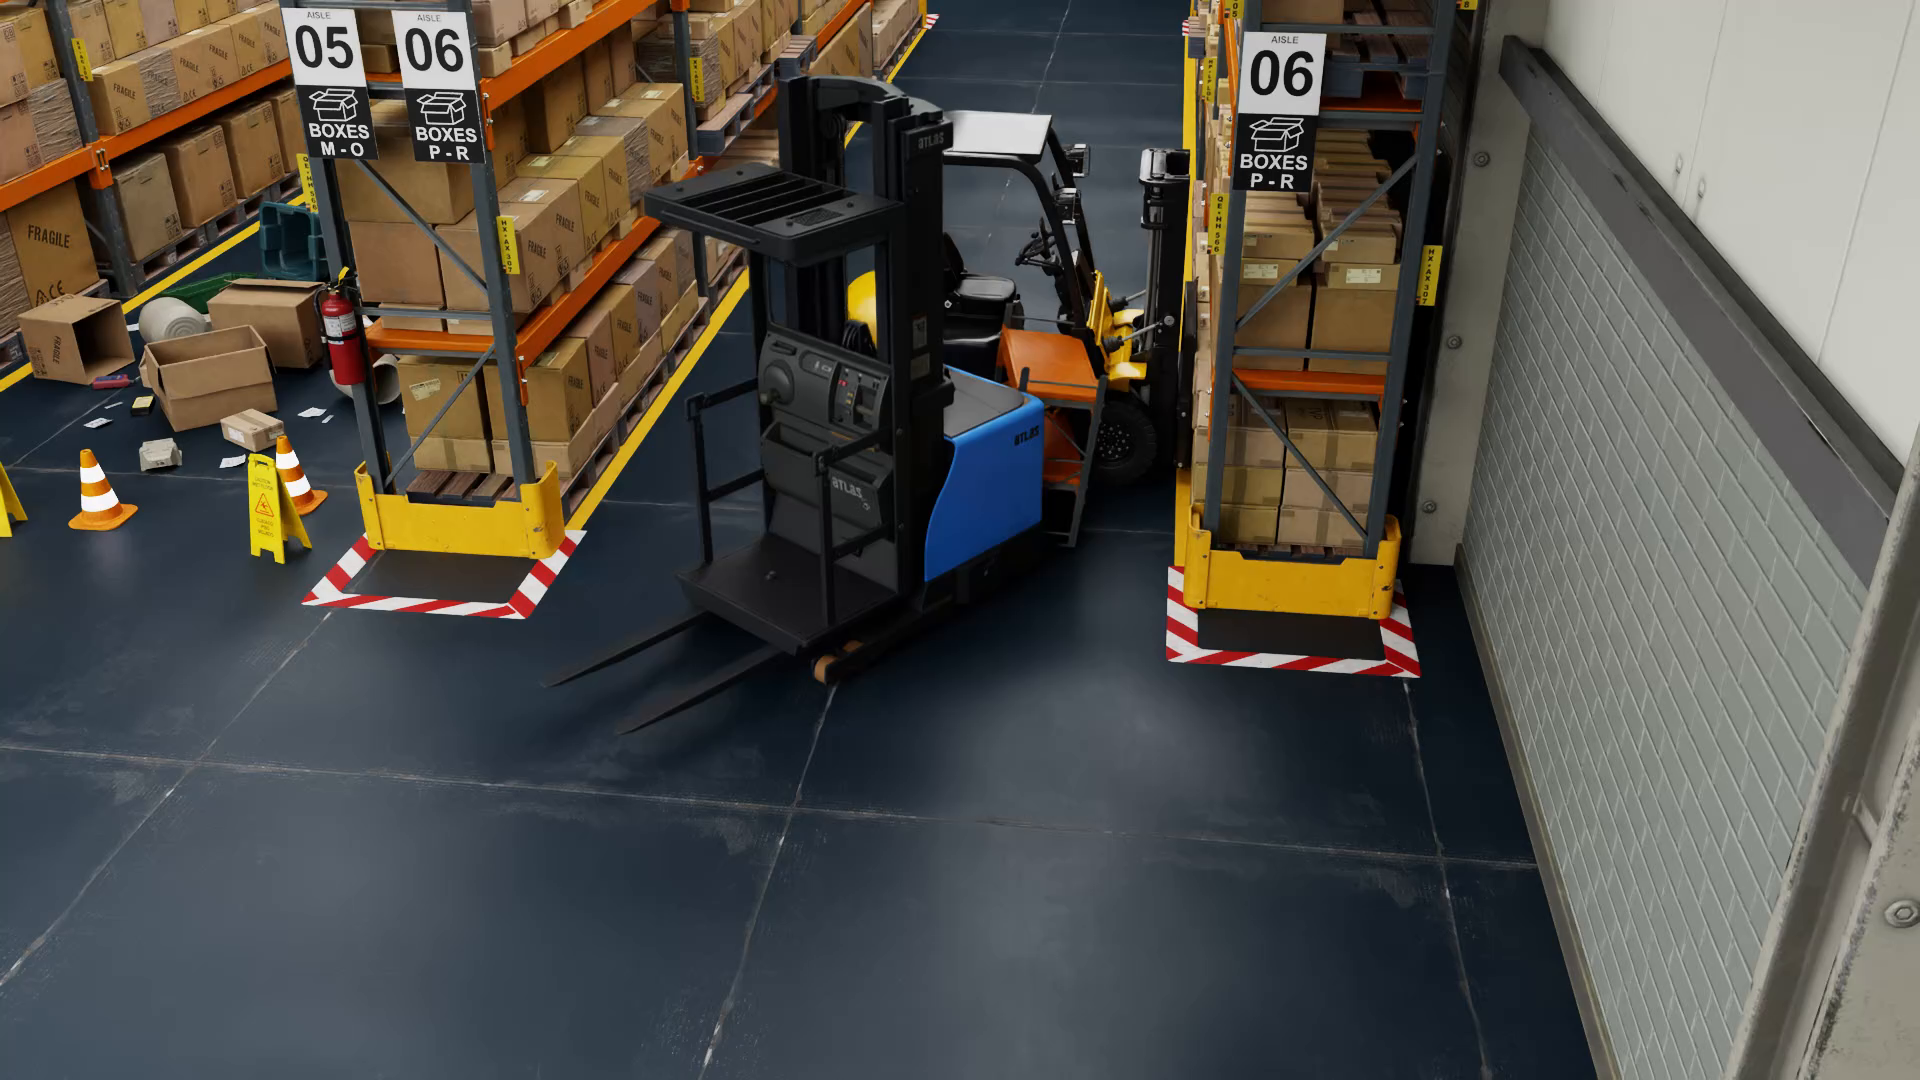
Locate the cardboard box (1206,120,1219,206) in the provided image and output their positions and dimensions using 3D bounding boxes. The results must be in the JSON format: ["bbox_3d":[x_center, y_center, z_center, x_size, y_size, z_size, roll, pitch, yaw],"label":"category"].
[{"bbox_3d":[2.062,-2.727,12.043,0.500,0.500,0.500,3,28,5],"label":"cardboard box"}]

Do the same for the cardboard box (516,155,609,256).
[{"bbox_3d":[-2.587,-2.146,10.652,0.500,0.500,0.500,3,28,5],"label":"cardboard box"}]

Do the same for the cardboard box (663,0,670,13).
[{"bbox_3d":[-2.637,-4.494,13.884,0.380,0.149,0.250,2,28,4],"label":"cardboard box"}]

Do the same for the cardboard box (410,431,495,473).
[{"bbox_3d":[-3.207,-0.662,10.772,0.500,0.250,0.500,3,28,6],"label":"cardboard box"}]

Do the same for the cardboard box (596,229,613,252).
[{"bbox_3d":[-2.555,-2.048,11.154,0.380,0.149,0.250,3,28,5],"label":"cardboard box"}]

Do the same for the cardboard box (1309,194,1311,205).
[{"bbox_3d":[2.391,-1.975,10.648,0.500,0.500,0.500,4,29,7],"label":"cardboard box"}]

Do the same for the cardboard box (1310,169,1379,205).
[{"bbox_3d":[2.275,-2.087,9.859,0.380,0.149,0.250,4,29,8],"label":"cardboard box"}]

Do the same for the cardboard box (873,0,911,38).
[{"bbox_3d":[-1.167,-7.121,22.563,0.875,0.438,0.875,4,29,8],"label":"cardboard box"}]

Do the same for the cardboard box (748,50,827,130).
[{"bbox_3d":[-1.894,-4.616,17.452,0.875,0.875,0.875,3,28,6],"label":"cardboard box"}]

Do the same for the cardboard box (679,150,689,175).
[{"bbox_3d":[-2.288,-2.883,12.704,0.380,0.149,0.250,3,28,6],"label":"cardboard box"}]

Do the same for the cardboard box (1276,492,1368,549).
[{"bbox_3d":[2.139,-0.188,9.892,0.500,0.250,0.500,3,29,6],"label":"cardboard box"}]

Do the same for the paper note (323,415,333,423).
[{"bbox_3d":[-4.501,-0.862,11.839,0.032,0.001,0.123,3,28,6],"label":"paper note"}]

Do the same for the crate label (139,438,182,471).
[{"bbox_3d":[-5.378,-0.575,11.174,0.250,0.136,0.298,-11,30,-20],"label":"crate label"}]

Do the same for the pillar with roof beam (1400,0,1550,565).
[{"bbox_3d":[-1.408,-4.160,8.484,9.100,9.000,0.400,3,28,6],"label":"pillar with roof beam"}]

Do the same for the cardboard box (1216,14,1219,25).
[{"bbox_3d":[2.477,-4.584,14.807,0.380,0.149,0.250,4,29,7],"label":"cardboard box"}]

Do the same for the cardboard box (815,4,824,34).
[{"bbox_3d":[-1.706,-5.438,17.340,0.500,0.250,0.500,3,28,5],"label":"cardboard box"}]

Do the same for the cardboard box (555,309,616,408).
[{"bbox_3d":[-2.606,-1.206,10.991,0.500,0.500,0.500,2,28,4],"label":"cardboard box"}]

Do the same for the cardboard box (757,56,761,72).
[{"bbox_3d":[-1.979,-4.218,14.739,0.380,0.149,0.250,2,28,5],"label":"cardboard box"}]

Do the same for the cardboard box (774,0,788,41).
[{"bbox_3d":[-1.894,-4.932,15.380,0.500,0.500,0.500,3,28,5],"label":"cardboard box"}]

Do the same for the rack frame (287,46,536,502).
[{"bbox_3d":[-3.042,-1.280,9.464,1.000,3.000,0.127,3,28,6],"label":"rack frame"}]

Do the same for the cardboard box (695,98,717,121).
[{"bbox_3d":[-2.170,-3.479,13.367,0.380,0.149,0.250,4,29,7],"label":"cardboard box"}]

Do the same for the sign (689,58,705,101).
[{"bbox_3d":[-2.012,-3.516,12.701,0.100,0.325,0.005,3,28,6],"label":"sign"}]

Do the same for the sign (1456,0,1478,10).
[{"bbox_3d":[2.435,-2.699,7.929,0.100,0.325,0.005,3,28,6],"label":"sign"}]

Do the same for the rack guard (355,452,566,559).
[{"bbox_3d":[-3.032,-0.215,10.123,1.175,0.500,0.348,3,28,6],"label":"rack guard"}]

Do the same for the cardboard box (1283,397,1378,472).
[{"bbox_3d":[2.132,-0.623,9.646,0.500,0.250,0.500,3,28,5],"label":"cardboard box"}]

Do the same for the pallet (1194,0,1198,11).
[{"bbox_3d":[3.149,-6.188,18.775,1.003,0.211,1.213,3,28,6],"label":"pallet"}]

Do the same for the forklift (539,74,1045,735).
[{"bbox_3d":[-0.866,-0.789,8.625,1.130,2.935,3.031,24,36,37],"label":"forklift"}]

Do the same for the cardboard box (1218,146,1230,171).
[{"bbox_3d":[1.890,-2.470,10.883,0.380,0.149,0.250,2,28,5],"label":"cardboard box"}]

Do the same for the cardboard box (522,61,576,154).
[{"bbox_3d":[-2.967,-2.859,10.921,0.700,0.500,0.500,3,28,6],"label":"cardboard box"}]

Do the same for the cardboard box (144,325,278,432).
[{"bbox_3d":[-5.339,-1.155,11.864,0.797,0.503,0.637,-17,33,-29],"label":"cardboard box"}]

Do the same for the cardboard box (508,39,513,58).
[{"bbox_3d":[-2.735,-2.756,9.306,0.380,0.149,0.250,2,28,5],"label":"cardboard box"}]

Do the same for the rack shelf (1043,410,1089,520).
[{"bbox_3d":[0.460,-0.506,10.369,0.538,0.278,1.000,5,28,-7],"label":"rack shelf"}]

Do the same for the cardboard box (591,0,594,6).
[{"bbox_3d":[-2.572,-3.485,10.658,0.380,0.149,0.250,3,28,6],"label":"cardboard box"}]

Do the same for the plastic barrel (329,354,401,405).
[{"bbox_3d":[-4.291,-1.206,12.043,0.421,0.421,0.512,-24,36,-37],"label":"plastic barrel"}]

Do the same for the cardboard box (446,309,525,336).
[{"bbox_3d":[-2.795,-1.317,9.798,0.380,0.149,0.250,3,29,6],"label":"cardboard box"}]

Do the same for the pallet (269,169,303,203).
[{"bbox_3d":[-7.158,-3.692,16.880,1.003,0.211,1.213,3,28,6],"label":"pallet"}]

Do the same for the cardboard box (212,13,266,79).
[{"bbox_3d":[-6.899,-4.632,15.580,0.500,0.500,0.500,3,28,5],"label":"cardboard box"}]

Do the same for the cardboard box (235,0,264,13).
[{"bbox_3d":[-7.112,-5.321,15.805,0.700,0.500,0.500,3,28,5],"label":"cardboard box"}]

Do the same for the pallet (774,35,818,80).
[{"bbox_3d":[-2.043,-4.620,15.865,1.213,0.211,1.003,3,28,6],"label":"pallet"}]

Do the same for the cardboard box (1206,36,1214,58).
[{"bbox_3d":[2.424,-4.238,14.584,0.500,0.250,0.500,3,28,5],"label":"cardboard box"}]

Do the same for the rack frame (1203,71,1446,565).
[{"bbox_3d":[1.885,-0.993,8.931,1.000,3.000,0.127,3,28,6],"label":"rack frame"}]

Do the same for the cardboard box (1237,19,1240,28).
[{"bbox_3d":[1.685,-2.840,8.913,0.380,0.149,0.250,3,28,5],"label":"cardboard box"}]

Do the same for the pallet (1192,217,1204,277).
[{"bbox_3d":[2.574,-2.574,14.805,1.003,0.211,1.213,3,28,6],"label":"pallet"}]

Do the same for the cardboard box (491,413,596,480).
[{"bbox_3d":[-2.668,-0.618,10.691,0.500,0.250,0.500,3,28,6],"label":"cardboard box"}]

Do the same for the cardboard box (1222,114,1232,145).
[{"bbox_3d":[1.938,-2.716,11.026,0.380,0.149,0.250,3,28,5],"label":"cardboard box"}]

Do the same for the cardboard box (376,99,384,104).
[{"bbox_3d":[-6.589,-4.925,18.423,0.500,0.500,0.500,4,29,7],"label":"cardboard box"}]

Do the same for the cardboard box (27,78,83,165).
[{"bbox_3d":[-7.510,-3.295,13.045,0.875,0.550,0.550,3,28,6],"label":"cardboard box"}]

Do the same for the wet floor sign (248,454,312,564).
[{"bbox_3d":[-4.127,-0.216,9.971,0.267,0.644,0.232,14,31,24],"label":"wet floor sign"}]

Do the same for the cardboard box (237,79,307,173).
[{"bbox_3d":[-7.150,-4.199,16.811,1.050,0.750,0.750,3,28,6],"label":"cardboard box"}]

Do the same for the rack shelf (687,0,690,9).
[{"bbox_3d":[-2.307,-5.108,14.165,1.077,0.370,4.000,3,28,6],"label":"rack shelf"}]

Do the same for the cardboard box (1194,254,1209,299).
[{"bbox_3d":[1.932,-1.841,11.907,0.500,0.250,0.500,3,28,6],"label":"cardboard box"}]

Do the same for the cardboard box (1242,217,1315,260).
[{"bbox_3d":[1.720,-1.635,9.019,0.380,0.149,0.250,3,29,6],"label":"cardboard box"}]

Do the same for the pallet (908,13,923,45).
[{"bbox_3d":[-1.102,-7.203,23.398,1.003,0.211,1.213,3,28,6],"label":"pallet"}]

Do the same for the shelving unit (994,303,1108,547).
[{"bbox_3d":[0.494,-0.719,10.255,0.538,1.125,1.048,5,28,-7],"label":"shelving unit"}]
